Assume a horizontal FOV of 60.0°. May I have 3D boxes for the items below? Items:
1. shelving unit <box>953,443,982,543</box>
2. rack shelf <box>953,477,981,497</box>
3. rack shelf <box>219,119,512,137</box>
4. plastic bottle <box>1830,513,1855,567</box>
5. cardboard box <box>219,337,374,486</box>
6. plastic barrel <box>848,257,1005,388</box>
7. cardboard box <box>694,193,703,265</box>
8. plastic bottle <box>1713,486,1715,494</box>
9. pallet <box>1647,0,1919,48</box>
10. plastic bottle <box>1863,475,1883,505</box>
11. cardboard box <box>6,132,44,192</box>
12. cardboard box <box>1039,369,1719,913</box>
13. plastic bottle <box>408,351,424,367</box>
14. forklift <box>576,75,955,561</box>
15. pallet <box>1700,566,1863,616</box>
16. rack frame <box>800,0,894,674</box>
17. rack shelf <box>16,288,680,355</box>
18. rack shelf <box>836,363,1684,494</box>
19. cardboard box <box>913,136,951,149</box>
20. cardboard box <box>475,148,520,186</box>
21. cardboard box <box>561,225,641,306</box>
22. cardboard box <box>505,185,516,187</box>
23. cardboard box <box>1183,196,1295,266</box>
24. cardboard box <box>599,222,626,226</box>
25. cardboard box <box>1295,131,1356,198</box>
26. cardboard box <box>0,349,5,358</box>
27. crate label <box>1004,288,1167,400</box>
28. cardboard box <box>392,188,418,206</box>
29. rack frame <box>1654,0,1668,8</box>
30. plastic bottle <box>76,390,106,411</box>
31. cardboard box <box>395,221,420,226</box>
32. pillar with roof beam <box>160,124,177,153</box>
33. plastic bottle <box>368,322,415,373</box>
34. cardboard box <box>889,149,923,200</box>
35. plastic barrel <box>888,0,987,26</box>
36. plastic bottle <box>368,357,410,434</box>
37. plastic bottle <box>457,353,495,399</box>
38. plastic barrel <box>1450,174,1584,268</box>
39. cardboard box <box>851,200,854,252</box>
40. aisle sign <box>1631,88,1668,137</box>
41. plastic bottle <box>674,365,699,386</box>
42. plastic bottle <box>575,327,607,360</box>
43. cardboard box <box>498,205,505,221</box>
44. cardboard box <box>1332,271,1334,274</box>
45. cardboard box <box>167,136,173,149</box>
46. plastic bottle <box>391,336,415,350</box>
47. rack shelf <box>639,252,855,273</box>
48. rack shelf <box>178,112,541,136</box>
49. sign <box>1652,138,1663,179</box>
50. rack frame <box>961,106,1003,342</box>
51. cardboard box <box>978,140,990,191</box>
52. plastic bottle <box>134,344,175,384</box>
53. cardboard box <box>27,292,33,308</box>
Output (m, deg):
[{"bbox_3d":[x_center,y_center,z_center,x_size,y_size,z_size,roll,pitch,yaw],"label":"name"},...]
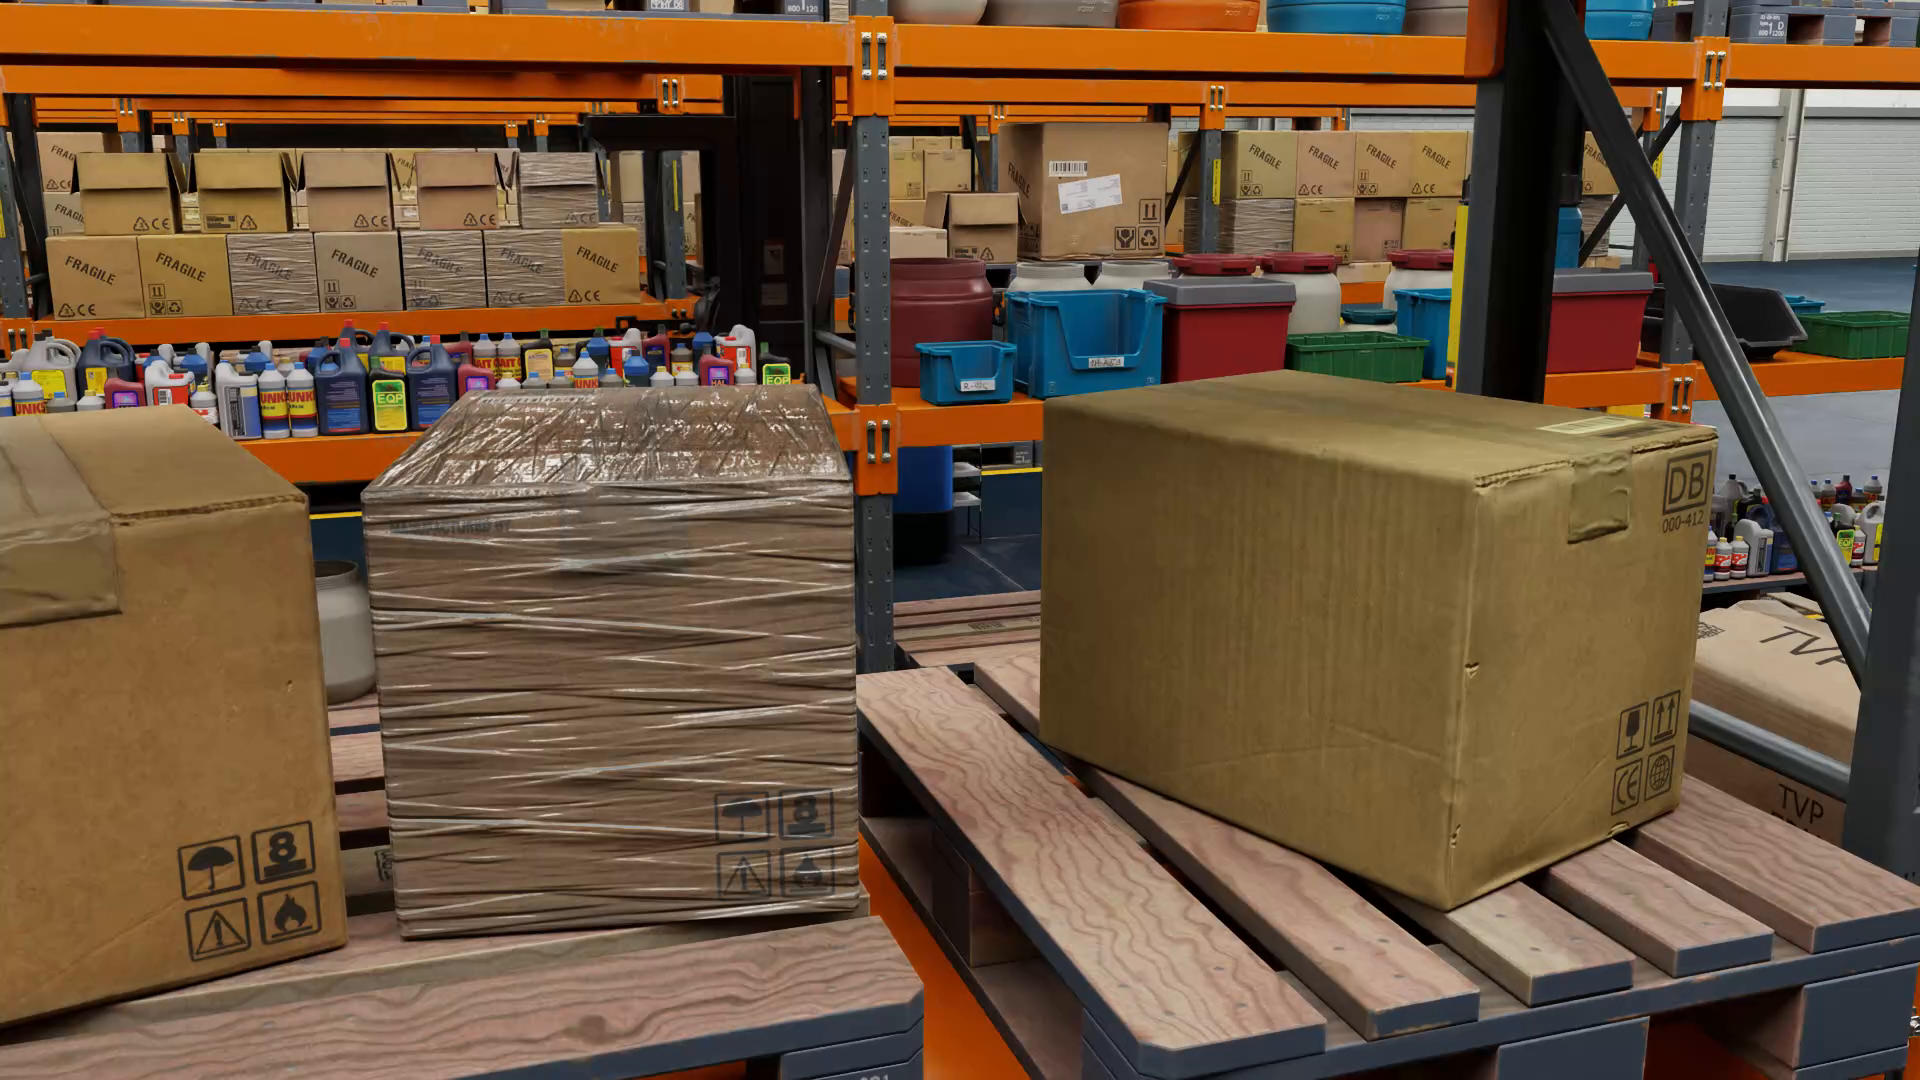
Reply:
[{"bbox_3d":[-0.008,-0.437,10.036,0.210,0.900,0.258,-4,14,-18],"label":"shelving unit"},{"bbox_3d":[-0.008,-0.317,10.065,0.200,0.077,0.258,-4,14,-18],"label":"rack shelf"},{"bbox_3d":[-8.716,-6.138,24.536,4.000,0.370,1.077,-4,14,-18],"label":"rack shelf"},{"bbox_3d":[4.543,-0.001,8.584,0.133,0.283,0.061,-4,14,-16],"label":"plastic bottle"},{"bbox_3d":[-4.418,-0.907,11.159,0.875,0.875,1.225,-5,14,-20],"label":"cardboard box"},{"bbox_3d":[-0.151,-0.995,7.548,0.708,0.536,0.600,-4,14,-18],"label":"plastic barrel"},{"bbox_3d":[-1.574,-2.216,11.852,0.500,0.500,0.500,-6,15,-25],"label":"cardboard box"},{"bbox_3d":[4.139,-0.162,9.259,0.133,0.283,0.061,-3,14,-14],"label":"plastic bottle"},{"bbox_3d":[3.950,-2.565,8.370,1.003,0.211,1.213,-4,14,-18],"label":"pallet"},{"bbox_3d":[5.271,-0.239,9.612,0.097,0.271,0.097,0,13,0],"label":"plastic bottle"},{"bbox_3d":[-8.198,-3.261,14.349,0.500,0.500,0.500,-5,14,-20],"label":"cardboard box"},{"bbox_3d":[0.522,0.077,2.213,0.500,0.500,0.700,-10,17,-37],"label":"cardboard box"},{"bbox_3d":[-2.046,-0.581,6.356,0.133,0.283,0.061,-4,14,-18],"label":"plastic bottle"},{"bbox_3d":[-1.602,-1.329,9.397,3.031,2.935,1.130,-3,14,-13],"label":"forklift"},{"bbox_3d":[3.947,0.193,8.874,1.213,0.211,1.003,-4,14,-18],"label":"pallet"},{"bbox_3d":[-0.494,-0.828,7.140,0.127,3.000,1.000,-4,14,-18],"label":"rack frame"},{"bbox_3d":[-3.969,-1.416,11.170,4.000,0.370,1.077,-4,14,-18],"label":"rack shelf"},{"bbox_3d":[1.402,-0.625,7.844,4.000,0.370,1.077,-4,14,-18],"label":"rack shelf"},{"bbox_3d":[-0.466,-5.080,21.999,0.500,0.500,0.700,-4,14,-18],"label":"cardboard box"},{"bbox_3d":[-5.641,-4.527,20.316,0.500,0.500,0.500,-5,14,-20],"label":"cardboard box"},{"bbox_3d":[-2.462,-1.872,11.314,0.500,0.500,0.500,-4,14,-16],"label":"cardboard box"},{"bbox_3d":[-4.313,-3.369,16.173,0.250,0.149,0.380,-5,14,-20],"label":"cardboard box"},{"bbox_3d":[2.164,-2.422,12.985,0.500,0.500,0.875,-4,14,-18],"label":"cardboard box"},{"bbox_3d":[-2.621,-1.986,11.796,0.500,0.500,0.500,-4,14,-16],"label":"cardboard box"},{"bbox_3d":[2.699,-2.904,12.849,0.500,0.500,0.500,-4,14,-18],"label":"cardboard box"},{"bbox_3d":[-6.516,-0.758,10.532,0.875,0.875,0.875,-4,14,-18],"label":"cardboard box"},{"bbox_3d":[0.534,-0.859,7.195,0.616,0.435,0.502,-4,14,-18],"label":"crate label"},{"bbox_3d":[-5.104,-3.149,15.250,0.250,0.149,0.380,-4,14,-15],"label":"cardboard box"},{"bbox_3d":[5.509,-5.423,13.495,0.127,3.000,1.000,-4,14,-18],"label":"rack frame"},{"bbox_3d":[-3.075,-0.430,5.899,0.097,0.201,0.097,0,13,0],"label":"plastic bottle"},{"bbox_3d":[-5.098,-2.861,15.322,0.250,0.149,0.380,-4,14,-16],"label":"cardboard box"},{"bbox_3d":[-10.186,-7.001,20.131,0.400,9.000,9.100,-4,14,-18],"label":"pillar with roof beam"},{"bbox_3d":[-2.298,-0.706,6.735,0.185,0.351,0.144,-4,14,-18],"label":"plastic bottle"},{"bbox_3d":[-0.724,-3.763,17.105,0.500,0.500,0.700,-5,14,-19],"label":"cardboard box"},{"bbox_3d":[-0.102,-2.297,6.594,0.421,0.512,0.421,0,13,0],"label":"plastic barrel"},{"bbox_3d":[-2.126,-0.540,6.182,0.133,0.283,0.061,-4,14,-18],"label":"plastic bottle"},{"bbox_3d":[-1.824,-0.563,6.280,0.133,0.283,0.061,-4,14,-18],"label":"plastic bottle"},{"bbox_3d":[2.835,-1.405,8.483,0.708,0.901,0.600,-4,14,-18],"label":"plastic barrel"},{"bbox_3d":[-1.136,-3.181,16.820,0.500,0.500,0.500,-4,14,-17],"label":"cardboard box"},{"bbox_3d":[5.663,-3.708,13.631,0.004,0.787,0.394,-4,14,-18],"label":"aisle sign"},{"bbox_3d":[-1.075,-0.586,6.554,0.097,0.201,0.097,0,13,0],"label":"plastic bottle"},{"bbox_3d":[-1.587,-0.776,7.175,0.133,0.283,0.061,-4,14,-18],"label":"plastic bottle"},{"bbox_3d":[-4.384,-3.060,15.517,0.250,0.149,0.380,-4,14,-17],"label":"cardboard box"},{"bbox_3d":[2.720,-2.098,13.022,0.250,0.149,0.380,-4,14,-18],"label":"cardboard box"},{"bbox_3d":[-9.407,-4.677,19.543,0.250,0.149,0.380,-5,14,-19],"label":"cardboard box"},{"bbox_3d":[-2.321,-0.704,6.888,0.135,0.276,0.152,-4,14,-18],"label":"plastic bottle"},{"bbox_3d":[-1.664,-2.807,17.016,4.000,0.370,1.077,-4,14,-18],"label":"rack shelf"},{"bbox_3d":[-7.130,-5.049,19.960,4.000,0.370,1.077,-4,14,-18],"label":"rack shelf"},{"bbox_3d":[5.667,-3.098,13.501,0.005,0.325,0.100,-4,14,-18],"label":"sign"},{"bbox_3d":[0.232,-3.305,17.553,0.127,3.000,1.000,-4,14,-18],"label":"rack frame"},{"bbox_3d":[0.592,-3.922,17.494,0.550,0.550,0.875,-4,14,-18],"label":"cardboard box"},{"bbox_3d":[-3.190,-0.636,6.604,0.135,0.276,0.152,-4,14,-18],"label":"plastic bottle"},{"bbox_3d":[-10.503,-2.661,19.477,0.875,0.438,0.875,-5,14,-20],"label":"cardboard box"}]
